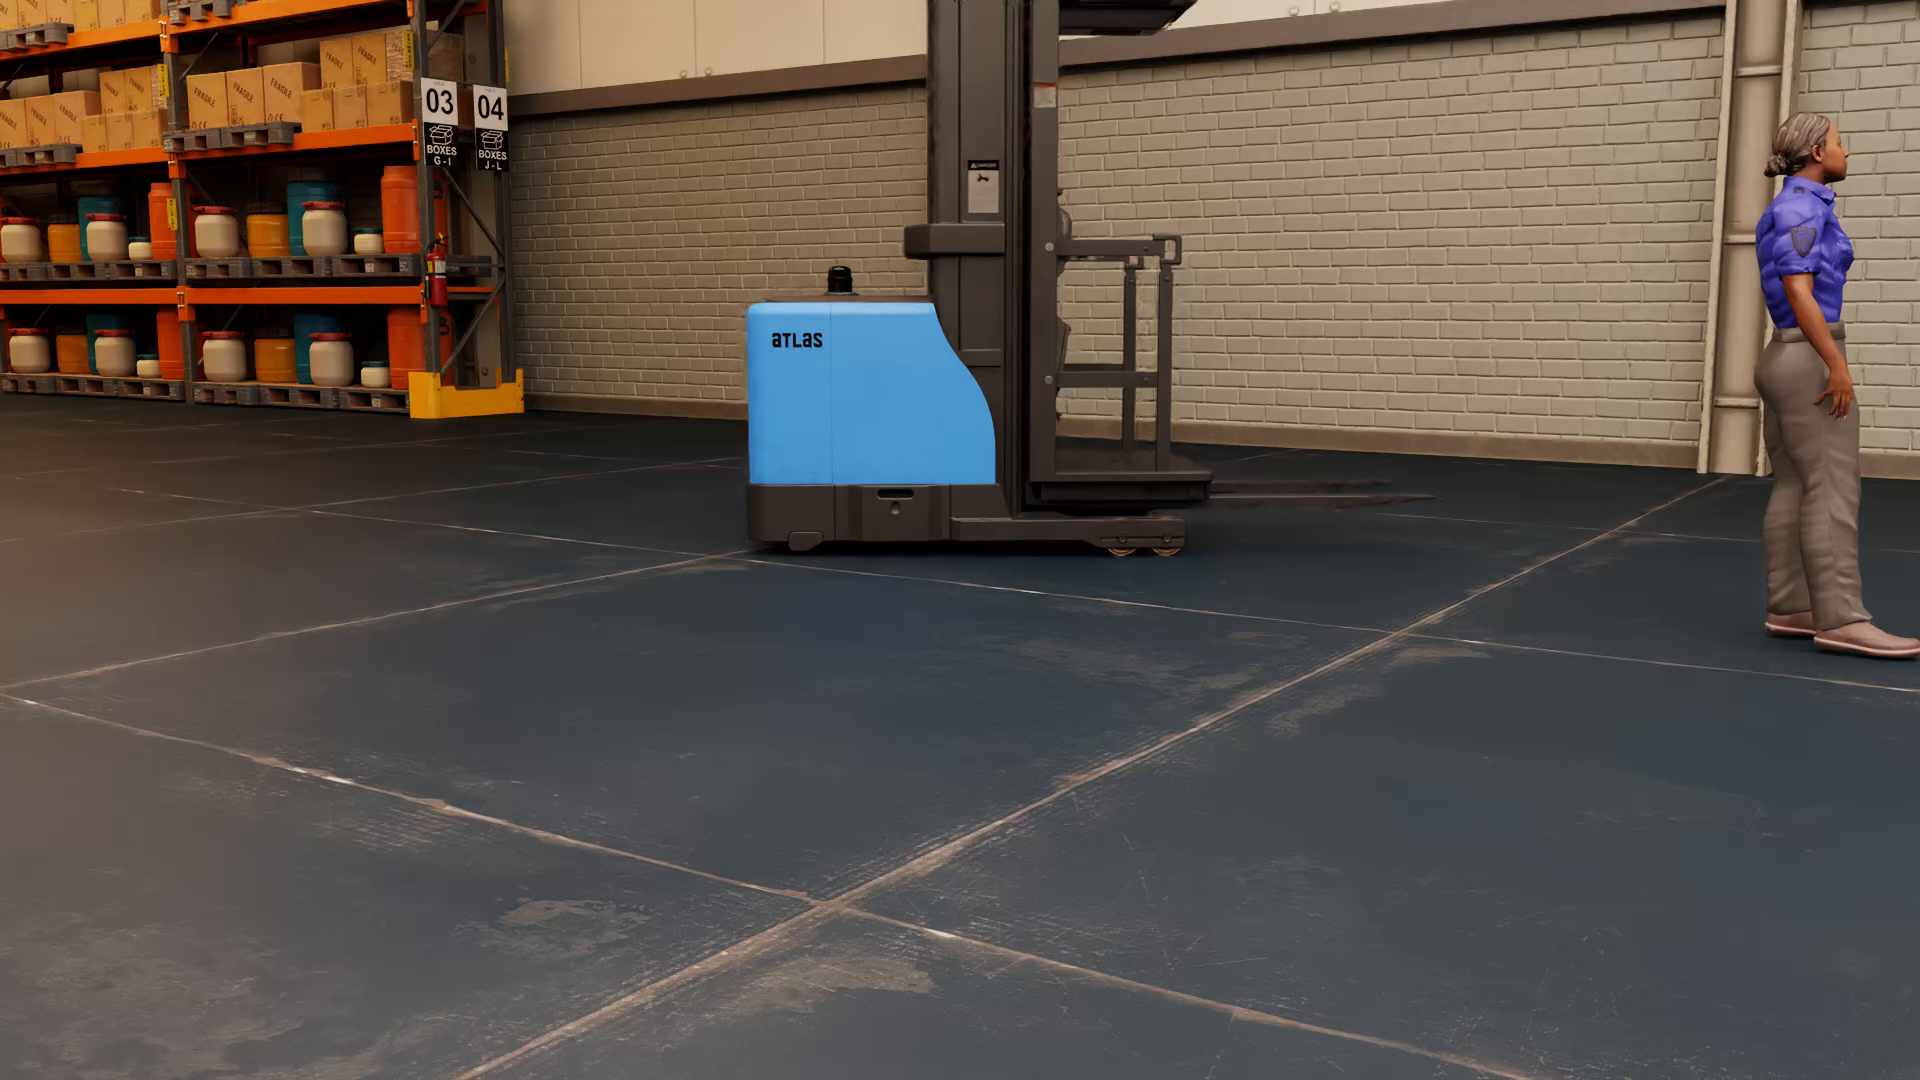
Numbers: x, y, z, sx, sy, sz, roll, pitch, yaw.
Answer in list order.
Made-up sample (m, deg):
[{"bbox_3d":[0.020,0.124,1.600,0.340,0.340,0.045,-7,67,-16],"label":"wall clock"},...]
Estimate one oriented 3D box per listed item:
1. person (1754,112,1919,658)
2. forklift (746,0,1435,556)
[{"bbox_3d":[2.750,-0.504,5.220,0.504,1.654,0.570,3,9,18],"label":"person"},{"bbox_3d":[0.578,-1.457,7.439,3.031,2.935,1.130,0,8,-3],"label":"forklift"}]
